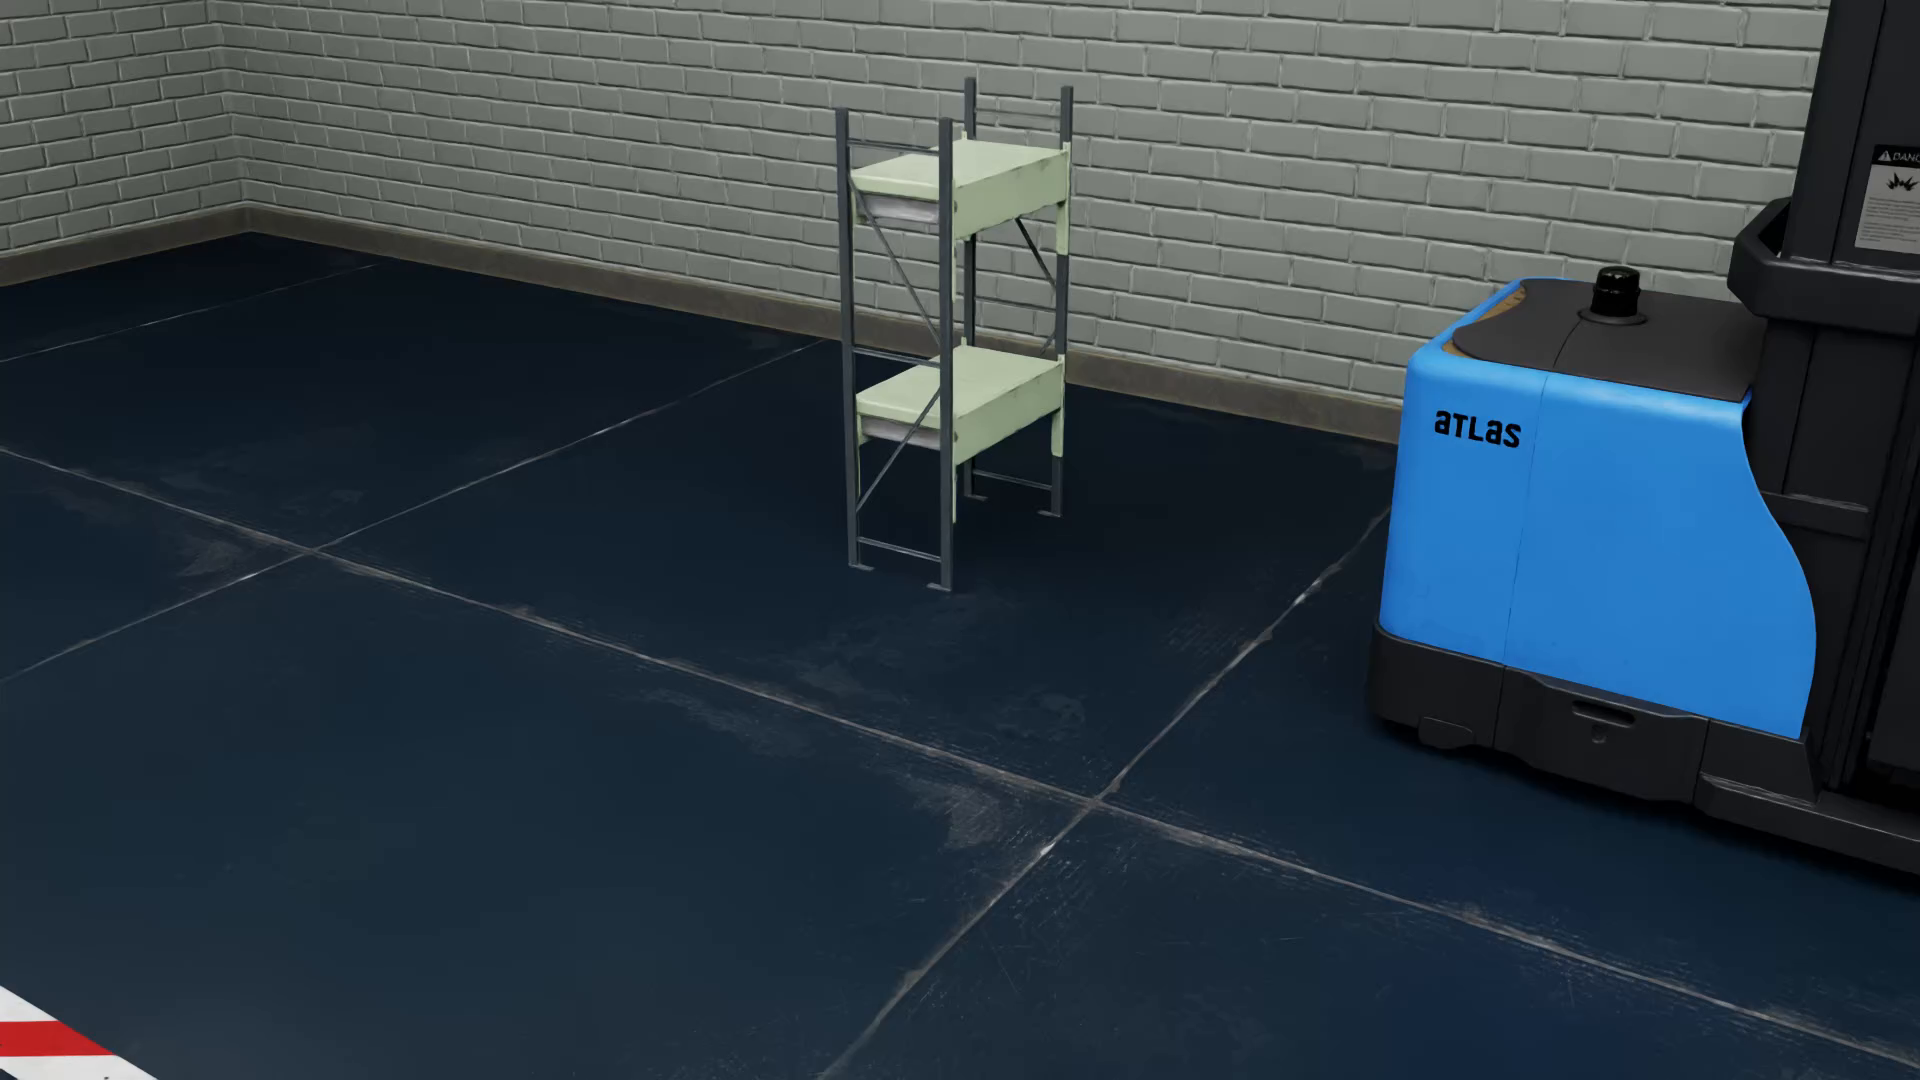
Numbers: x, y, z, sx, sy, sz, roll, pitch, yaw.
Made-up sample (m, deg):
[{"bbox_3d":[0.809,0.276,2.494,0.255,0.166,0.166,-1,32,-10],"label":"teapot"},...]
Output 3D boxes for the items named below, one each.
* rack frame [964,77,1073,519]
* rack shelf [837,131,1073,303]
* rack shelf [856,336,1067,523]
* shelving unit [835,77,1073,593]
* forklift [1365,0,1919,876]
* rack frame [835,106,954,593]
[{"bbox_3d":[0.190,-0.810,5.732,0.400,1.500,0.023,14,27,29],"label":"rack frame"},{"bbox_3d":[-0.003,-1.044,5.292,0.431,0.370,0.720,14,27,29],"label":"rack shelf"},{"bbox_3d":[-0.004,-0.387,5.576,0.431,0.370,0.720,14,27,29],"label":"rack shelf"},{"bbox_3d":[-0.004,-0.686,5.447,0.431,1.500,0.755,14,27,29],"label":"shelving unit"},{"bbox_3d":[2.619,-0.663,3.592,3.031,2.935,1.130,15,27,30],"label":"forklift"},{"bbox_3d":[-0.197,-0.562,5.161,0.400,1.500,0.023,14,27,29],"label":"rack frame"}]
